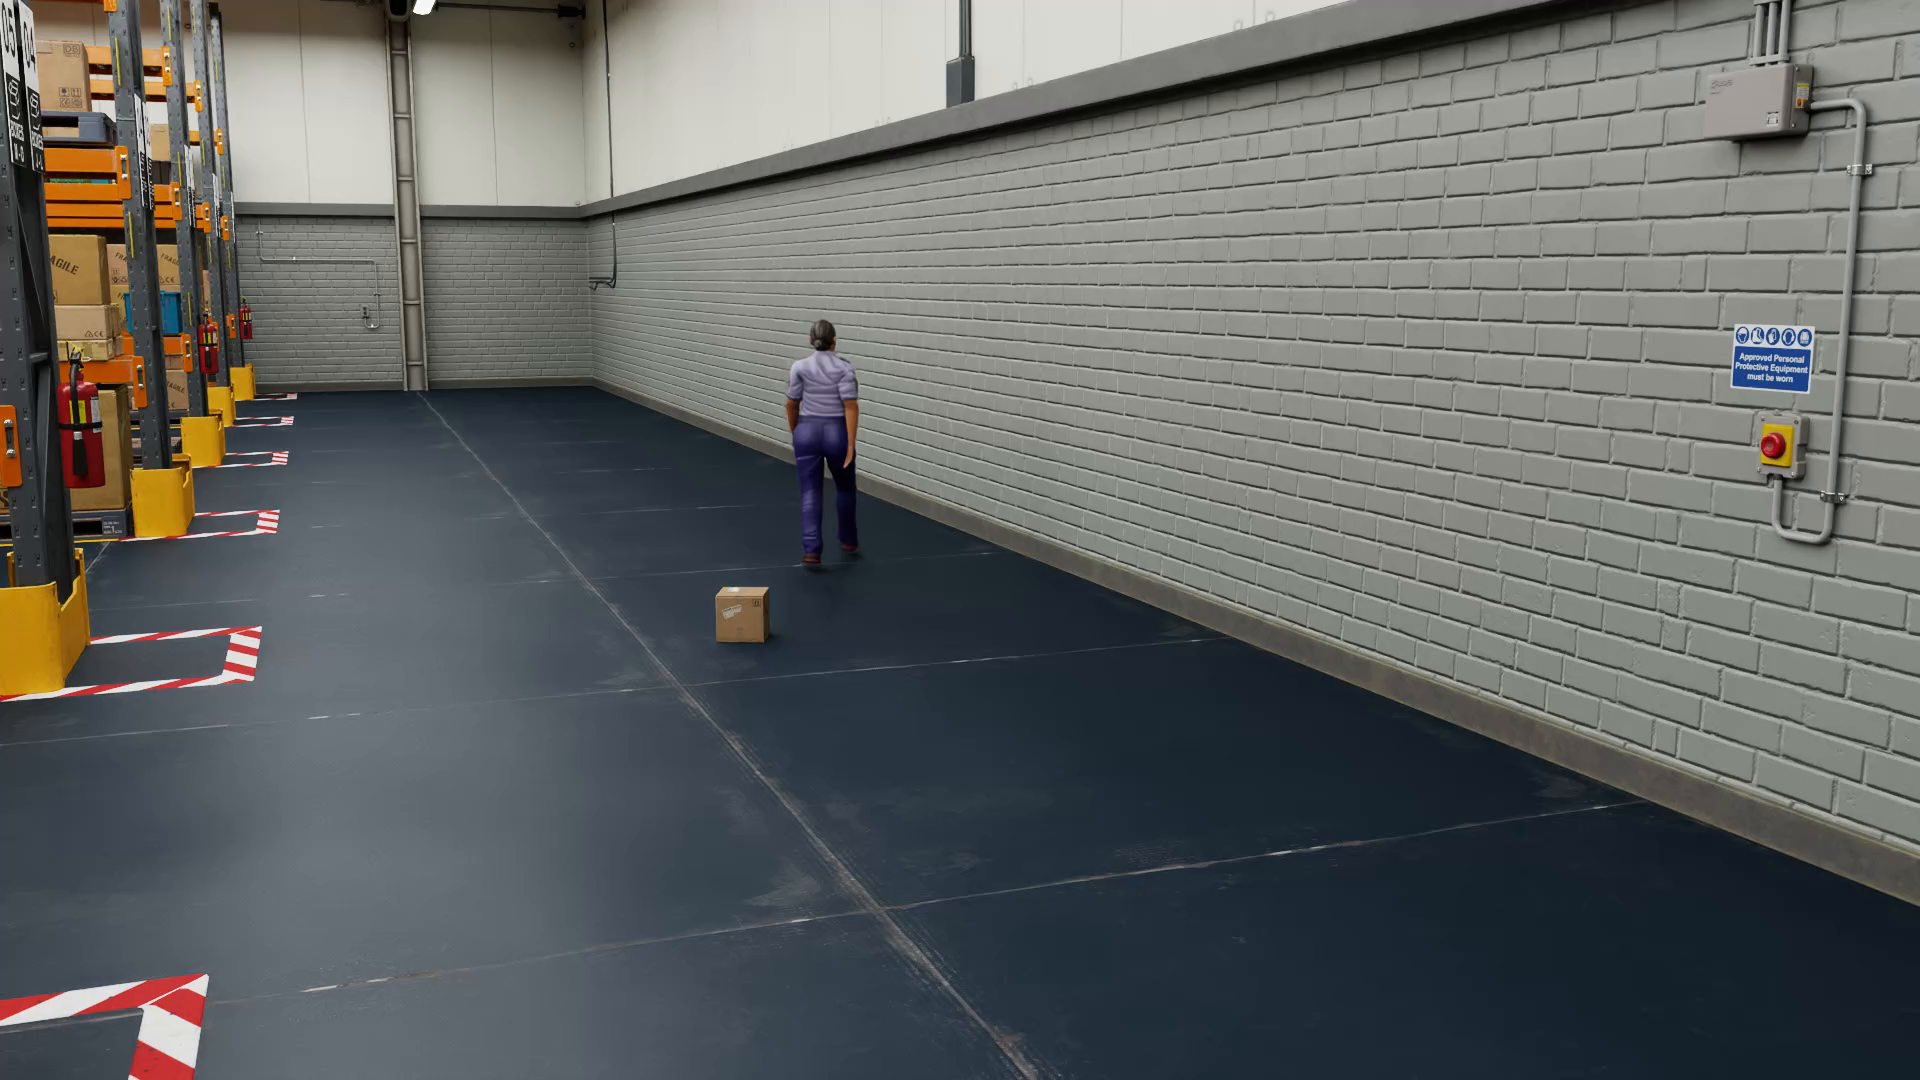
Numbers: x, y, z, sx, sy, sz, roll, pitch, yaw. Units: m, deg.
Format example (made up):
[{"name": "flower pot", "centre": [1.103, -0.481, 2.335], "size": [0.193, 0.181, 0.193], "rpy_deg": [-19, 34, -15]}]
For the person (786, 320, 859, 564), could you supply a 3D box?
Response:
[{"name": "person", "centre": [-0.911, -0.671, 11.111], "size": [0.493, 1.585, 0.967], "rpy_deg": [0, 9, -1]}]
